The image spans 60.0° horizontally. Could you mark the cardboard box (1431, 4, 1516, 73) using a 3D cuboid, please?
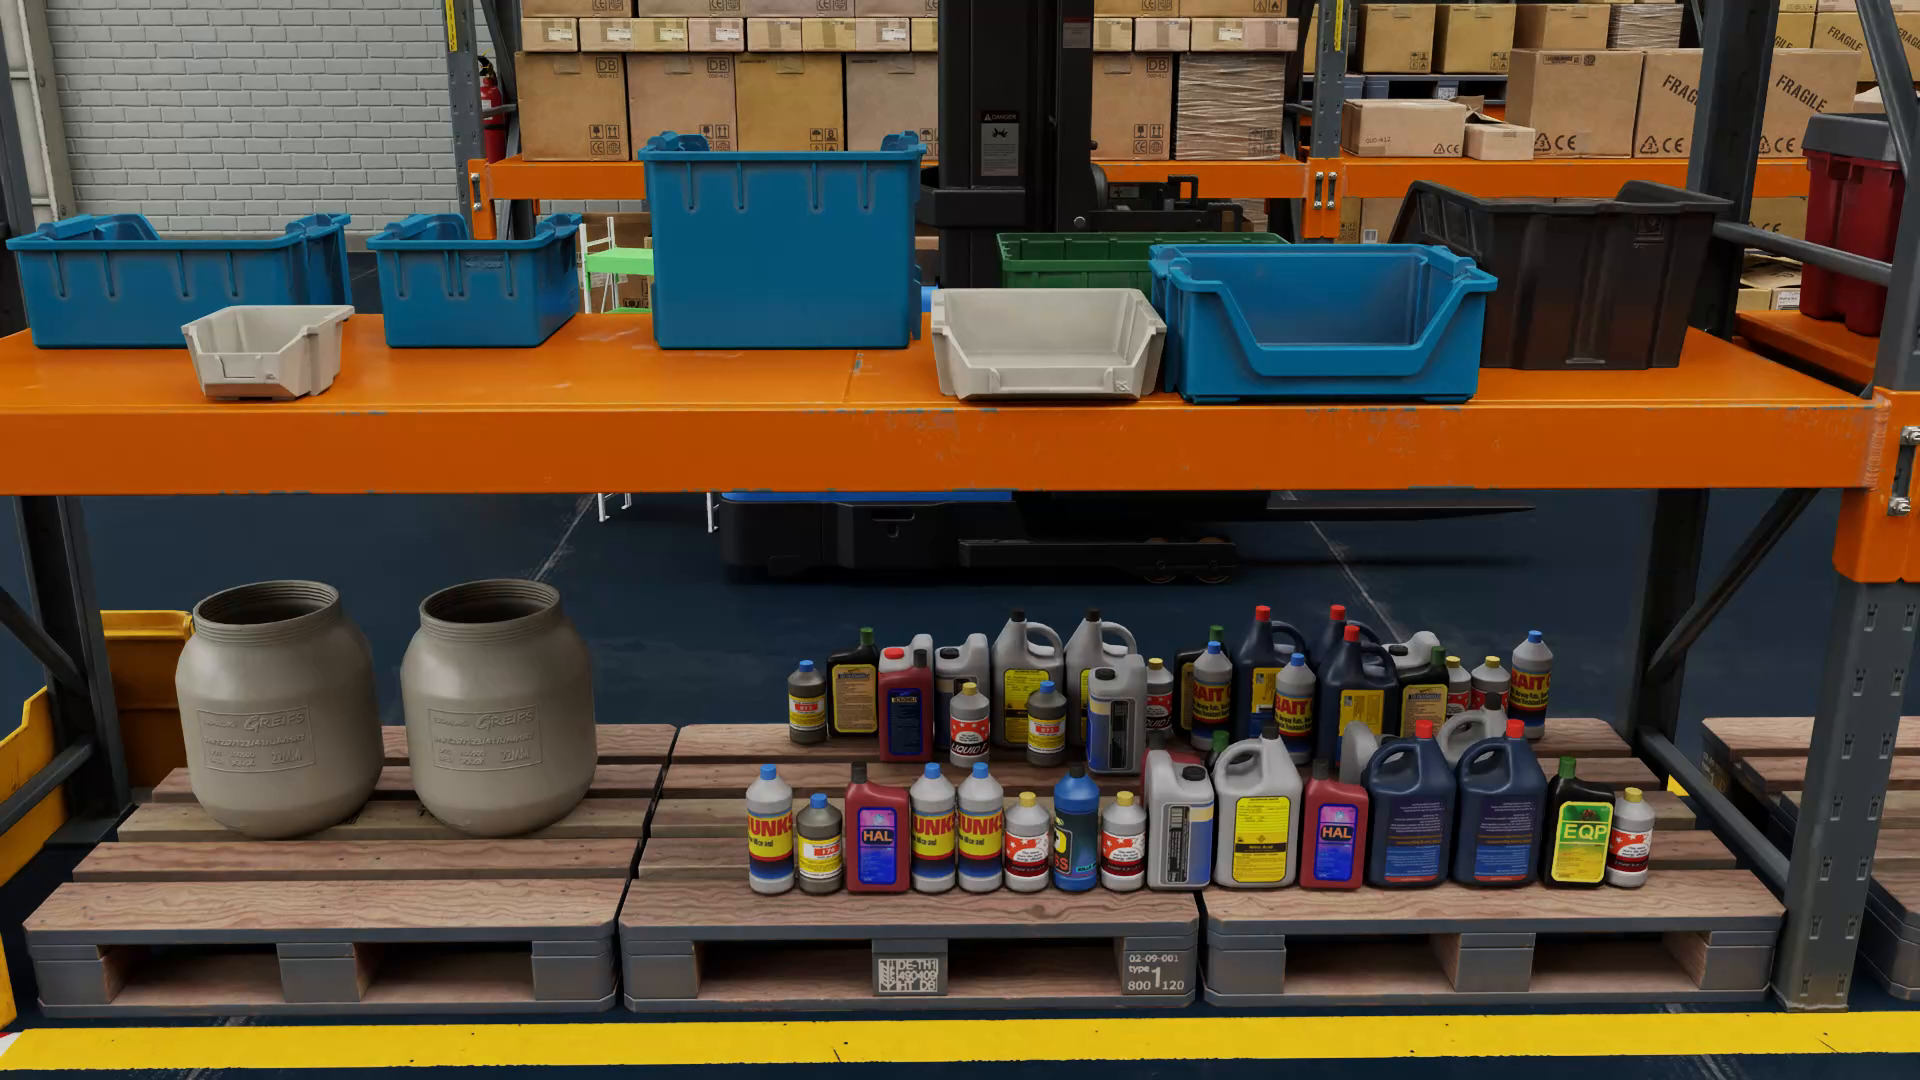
[{"bbox_3d":[3.910,-3.878,12.841,0.500,0.500,0.700,0,18,-1],"label":"cardboard box"}]

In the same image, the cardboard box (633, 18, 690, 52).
[{"bbox_3d":[-1.383,-2.383,7.839,0.250,0.149,0.380,0,18,-1],"label":"cardboard box"}]

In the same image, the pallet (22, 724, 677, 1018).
[{"bbox_3d":[-1.330,0.736,3.906,1.213,0.211,1.003,0,18,-1],"label":"pallet"}]

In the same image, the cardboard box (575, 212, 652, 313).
[{"bbox_3d":[-1.761,-1.428,8.676,0.500,0.500,0.500,0,18,-1],"label":"cardboard box"}]

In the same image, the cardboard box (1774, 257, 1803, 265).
[{"bbox_3d":[4.653,-1.366,8.789,0.500,0.311,0.500,-1,18,-2],"label":"cardboard box"}]

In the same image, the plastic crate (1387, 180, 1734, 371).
[{"bbox_3d":[1.256,-0.600,3.610,0.504,0.338,0.767,0,18,-1],"label":"plastic crate"}]

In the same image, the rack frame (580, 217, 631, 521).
[{"bbox_3d":[-1.427,-0.683,6.711,0.015,1.200,0.240,6,19,17],"label":"rack frame"}]

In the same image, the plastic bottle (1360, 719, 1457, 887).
[{"bbox_3d":[0.951,0.550,3.538,0.185,0.351,0.144,-1,18,-4],"label":"plastic bottle"}]

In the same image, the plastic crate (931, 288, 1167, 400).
[{"bbox_3d":[0.162,-0.383,3.262,0.437,0.136,0.530,0,18,-1],"label":"plastic crate"}]

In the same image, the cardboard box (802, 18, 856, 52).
[{"bbox_3d":[-0.609,-2.387,7.851,0.250,0.149,0.380,-1,18,-2],"label":"cardboard box"}]

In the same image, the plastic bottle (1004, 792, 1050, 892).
[{"bbox_3d":[0.142,0.633,3.526,0.097,0.201,0.097,0,18,0],"label":"plastic bottle"}]

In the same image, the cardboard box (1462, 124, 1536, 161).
[{"bbox_3d":[2.597,-1.929,8.060,0.250,0.149,0.380,0,18,-1],"label":"cardboard box"}]

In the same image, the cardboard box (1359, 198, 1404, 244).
[{"bbox_3d":[3.388,-2.655,13.286,0.500,0.500,0.700,0,18,0],"label":"cardboard box"}]

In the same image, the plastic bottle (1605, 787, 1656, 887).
[{"bbox_3d":[1.424,0.626,3.545,0.097,0.201,0.097,0,18,0],"label":"plastic bottle"}]

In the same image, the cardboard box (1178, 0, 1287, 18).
[{"bbox_3d":[1.264,-2.768,7.977,0.500,0.500,0.700,0,18,-1],"label":"cardboard box"}]

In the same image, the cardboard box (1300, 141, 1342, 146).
[{"bbox_3d":[2.801,-3.007,13.156,0.500,0.250,0.500,-1,18,-2],"label":"cardboard box"}]

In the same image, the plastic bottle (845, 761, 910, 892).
[{"bbox_3d":[-0.173,0.601,3.491,0.133,0.283,0.061,0,18,0],"label":"plastic bottle"}]

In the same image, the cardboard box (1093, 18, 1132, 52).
[{"bbox_3d":[0.667,-2.392,7.868,0.250,0.149,0.380,0,18,-1],"label":"cardboard box"}]

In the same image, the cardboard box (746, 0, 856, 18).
[{"bbox_3d":[-0.742,-2.758,7.947,0.500,0.500,0.700,0,18,-1],"label":"cardboard box"}]

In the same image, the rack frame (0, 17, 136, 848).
[{"bbox_3d":[-2.218,-0.574,3.427,0.127,3.000,1.000,0,18,-1],"label":"rack frame"}]

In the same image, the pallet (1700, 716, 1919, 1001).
[{"bbox_3d":[2.566,0.719,3.962,1.213,0.211,1.003,0,18,-1],"label":"pallet"}]

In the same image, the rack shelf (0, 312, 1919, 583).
[{"bbox_3d":[-0.218,-0.241,3.567,4.000,0.370,1.077,0,18,-1],"label":"rack shelf"}]

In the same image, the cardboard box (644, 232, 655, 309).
[{"bbox_3d":[-1.253,-1.273,8.190,0.500,0.500,0.500,0,18,-1],"label":"cardboard box"}]

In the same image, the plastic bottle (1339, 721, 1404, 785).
[{"bbox_3d":[0.923,0.541,3.690,0.135,0.276,0.152,0,18,-1],"label":"plastic bottle"}]

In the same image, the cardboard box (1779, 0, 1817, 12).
[{"bbox_3d":[6.112,-4.118,12.563,0.500,0.250,0.500,0,18,0],"label":"cardboard box"}]

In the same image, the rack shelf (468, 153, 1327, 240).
[{"bbox_3d":[-0.292,-1.754,8.283,4.000,0.370,1.077,0,18,-1],"label":"rack shelf"}]

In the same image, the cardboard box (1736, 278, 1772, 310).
[{"bbox_3d":[3.662,-1.198,8.267,0.500,0.311,0.500,0,18,1],"label":"cardboard box"}]

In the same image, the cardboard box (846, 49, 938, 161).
[{"bbox_3d":[-0.277,-2.141,8.149,0.500,0.500,0.700,0,18,1],"label":"cardboard box"}]

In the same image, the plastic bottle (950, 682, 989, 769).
[{"bbox_3d":[0.024,0.450,4.094,0.097,0.201,0.097,0,18,0],"label":"plastic bottle"}]

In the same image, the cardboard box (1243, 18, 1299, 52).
[{"bbox_3d":[1.439,-2.396,7.881,0.250,0.149,0.380,0,18,-1],"label":"cardboard box"}]

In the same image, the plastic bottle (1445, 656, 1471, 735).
[{"bbox_3d":[1.253,0.398,4.257,0.097,0.201,0.097,0,18,0],"label":"plastic bottle"}]

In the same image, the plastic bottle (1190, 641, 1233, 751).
[{"bbox_3d":[0.633,0.386,4.179,0.097,0.271,0.097,0,18,0],"label":"plastic bottle"}]

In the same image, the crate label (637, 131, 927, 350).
[{"bbox_3d":[-0.382,-0.683,3.707,0.616,0.435,0.502,0,18,-1],"label":"crate label"}]

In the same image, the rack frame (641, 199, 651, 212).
[{"bbox_3d":[-2.374,-3.600,12.860,0.127,3.000,1.000,0,18,-1],"label":"rack frame"}]

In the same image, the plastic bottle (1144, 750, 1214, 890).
[{"bbox_3d":[0.465,0.587,3.546,0.135,0.276,0.152,0,18,0],"label":"plastic bottle"}]

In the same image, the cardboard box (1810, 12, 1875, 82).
[{"bbox_3d":[6.638,-3.761,12.679,0.500,0.500,0.500,0,18,1],"label":"cardboard box"}]

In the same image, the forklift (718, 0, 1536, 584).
[{"bbox_3d":[0.630,-1.399,6.110,3.031,2.935,1.130,0,18,-1],"label":"forklift"}]

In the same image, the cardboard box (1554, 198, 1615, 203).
[{"bbox_3d":[4.906,-2.638,13.234,0.500,0.500,0.700,0,18,0],"label":"cardboard box"}]

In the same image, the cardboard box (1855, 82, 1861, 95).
[{"bbox_3d":[6.726,-3.472,12.840,0.250,0.149,0.380,0,18,-1],"label":"cardboard box"}]

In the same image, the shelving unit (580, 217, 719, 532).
[{"bbox_3d":[-1.194,-0.660,6.641,0.503,1.200,0.258,6,19,17],"label":"shelving unit"}]

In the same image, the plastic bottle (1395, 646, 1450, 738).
[{"bbox_3d":[1.136,0.400,4.115,0.133,0.283,0.061,0,18,-1],"label":"plastic bottle"}]

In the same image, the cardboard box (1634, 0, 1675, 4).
[{"bbox_3d":[5.280,-4.194,12.764,0.250,0.149,0.380,-3,18,-8],"label":"cardboard box"}]

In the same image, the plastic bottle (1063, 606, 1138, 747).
[{"bbox_3d":[0.354,0.338,4.198,0.185,0.351,0.144,0,18,-1],"label":"plastic bottle"}]

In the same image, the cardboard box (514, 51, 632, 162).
[{"bbox_3d":[-1.825,-2.133,8.123,0.500,0.500,0.700,0,18,-1],"label":"cardboard box"}]

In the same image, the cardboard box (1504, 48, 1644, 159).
[{"bbox_3d":[3.002,-2.155,8.192,0.500,0.500,0.500,1,18,3],"label":"cardboard box"}]

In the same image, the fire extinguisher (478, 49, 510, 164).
[{"bbox_3d":[-2.418,-2.192,8.596,0.183,0.674,0.296,0,18,-1],"label":"fire extinguisher"}]

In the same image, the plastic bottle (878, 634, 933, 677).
[{"bbox_3d":[-0.136,0.378,4.199,0.135,0.276,0.152,0,18,0],"label":"plastic bottle"}]

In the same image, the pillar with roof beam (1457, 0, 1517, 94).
[{"bbox_3d":[4.379,-5.438,8.769,0.400,9.000,9.100,0,18,-1],"label":"pillar with roof beam"}]

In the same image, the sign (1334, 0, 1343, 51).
[{"bbox_3d":[1.718,-2.387,7.531,0.005,0.325,0.100,0,18,-1],"label":"sign"}]

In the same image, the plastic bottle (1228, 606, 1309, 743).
[{"bbox_3d":[0.779,0.336,4.205,0.185,0.351,0.144,-1,18,-3],"label":"plastic bottle"}]

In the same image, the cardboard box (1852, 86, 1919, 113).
[{"bbox_3d":[4.810,-2.138,8.448,0.500,0.311,0.500,0,18,-2],"label":"cardboard box"}]
